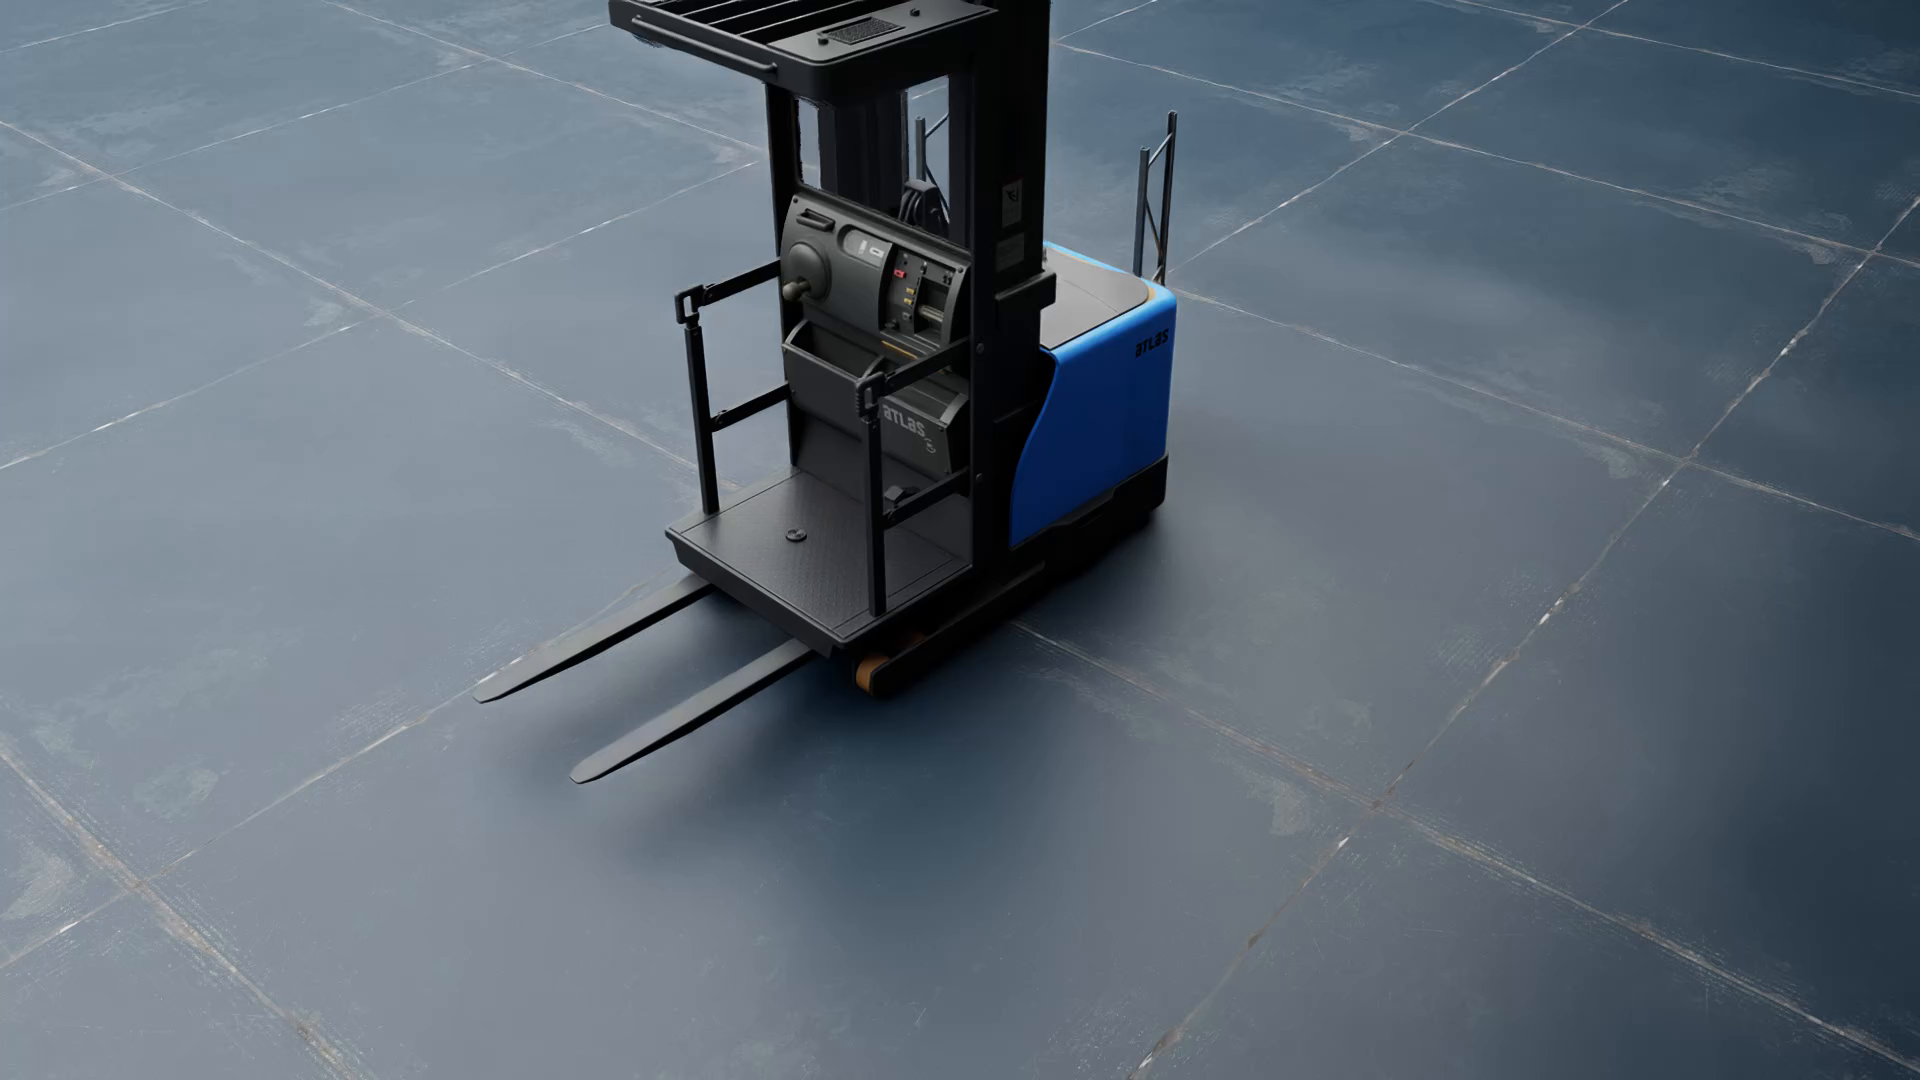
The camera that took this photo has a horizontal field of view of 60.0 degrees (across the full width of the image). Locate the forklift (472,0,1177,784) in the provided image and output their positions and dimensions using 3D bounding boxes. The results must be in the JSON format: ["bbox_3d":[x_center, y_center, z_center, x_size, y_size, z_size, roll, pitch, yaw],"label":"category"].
[{"bbox_3d":[-0.477,-0.941,6.031,1.130,2.935,3.031,29,44,35],"label":"forklift"}]

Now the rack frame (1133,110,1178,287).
[{"bbox_3d":[0.862,-1.153,7.604,0.032,1.500,0.500,12,36,17],"label":"rack frame"}]

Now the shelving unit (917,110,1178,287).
[{"bbox_3d":[0.378,-1.258,7.756,1.083,1.500,0.587,12,36,17],"label":"shelving unit"}]

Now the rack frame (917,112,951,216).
[{"bbox_3d":[-0.088,-1.358,7.903,0.032,1.500,0.500,12,36,17],"label":"rack frame"}]
